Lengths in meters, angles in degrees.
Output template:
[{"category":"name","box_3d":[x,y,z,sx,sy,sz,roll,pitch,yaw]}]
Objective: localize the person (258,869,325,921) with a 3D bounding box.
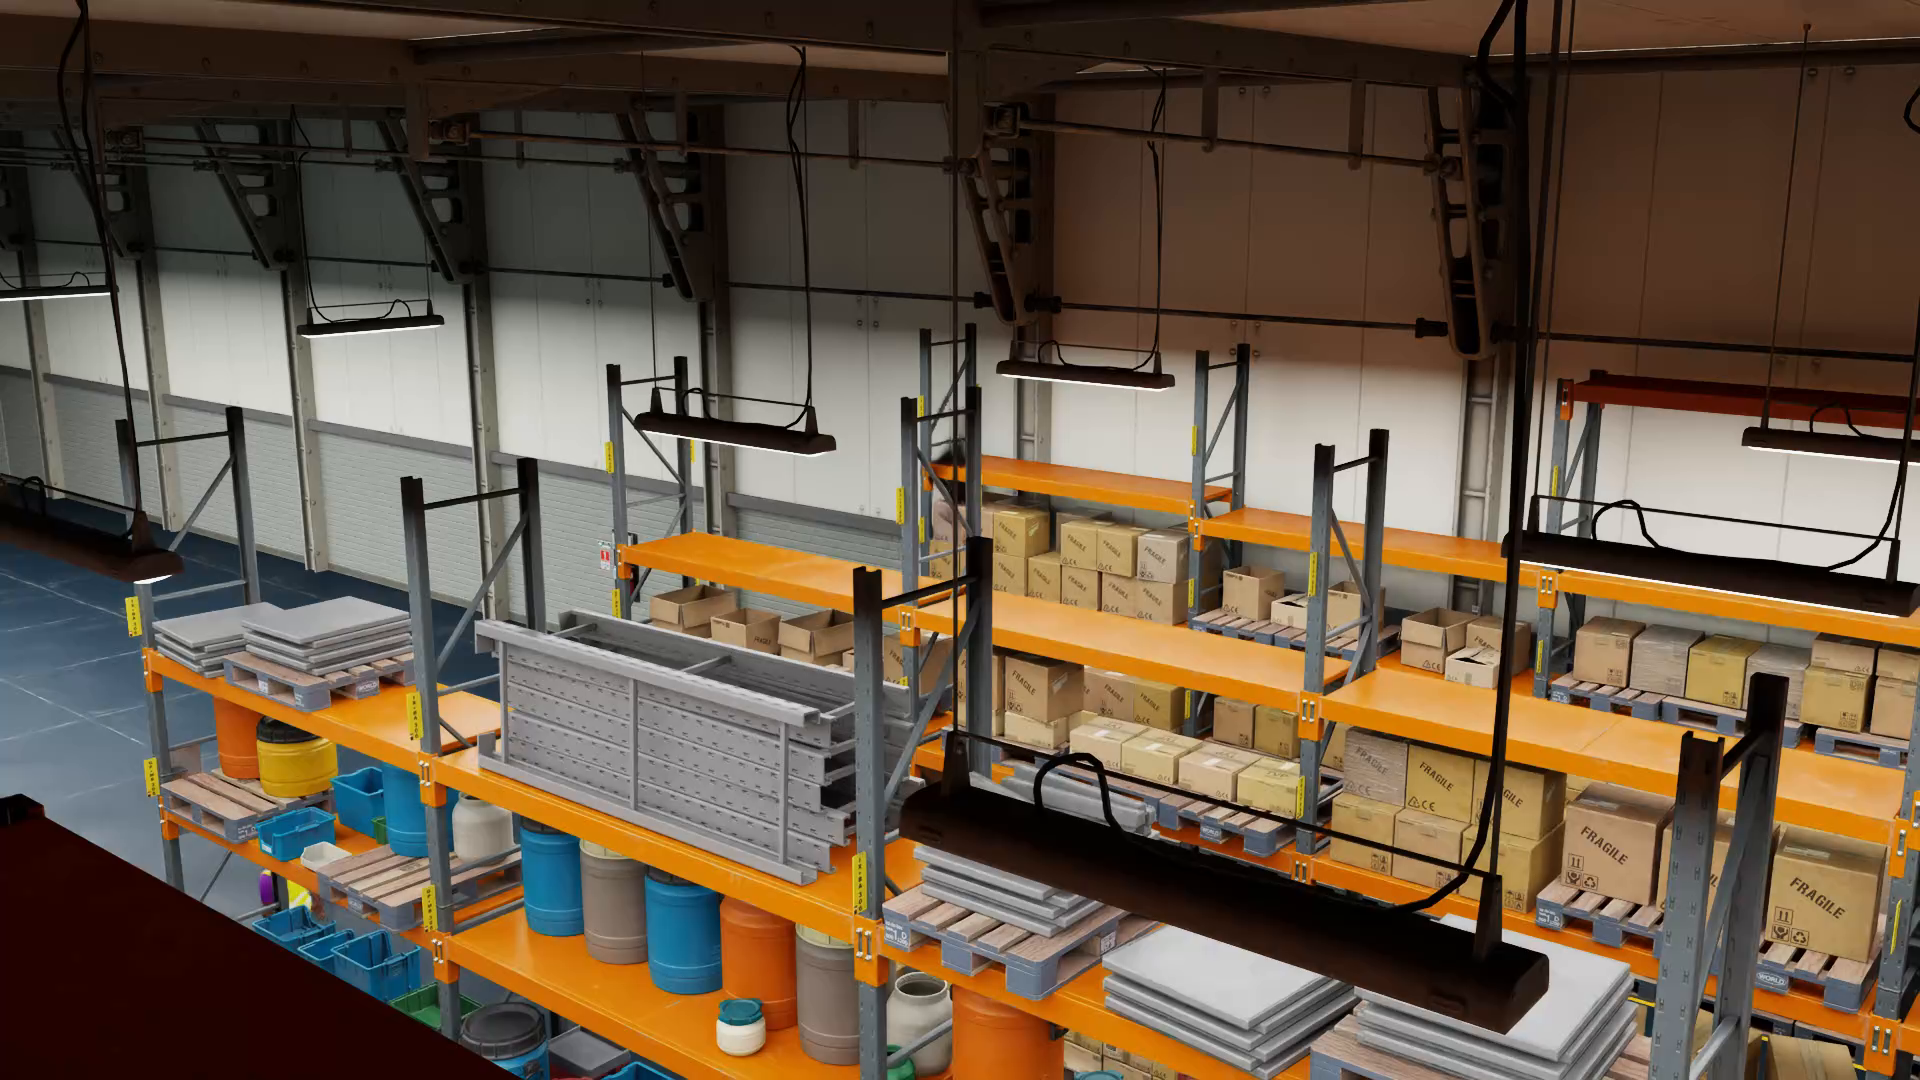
[{"category":"person","box_3d":[-6.523,3.629,16.165,0.545,1.736,0.699,2,13,7]}]
